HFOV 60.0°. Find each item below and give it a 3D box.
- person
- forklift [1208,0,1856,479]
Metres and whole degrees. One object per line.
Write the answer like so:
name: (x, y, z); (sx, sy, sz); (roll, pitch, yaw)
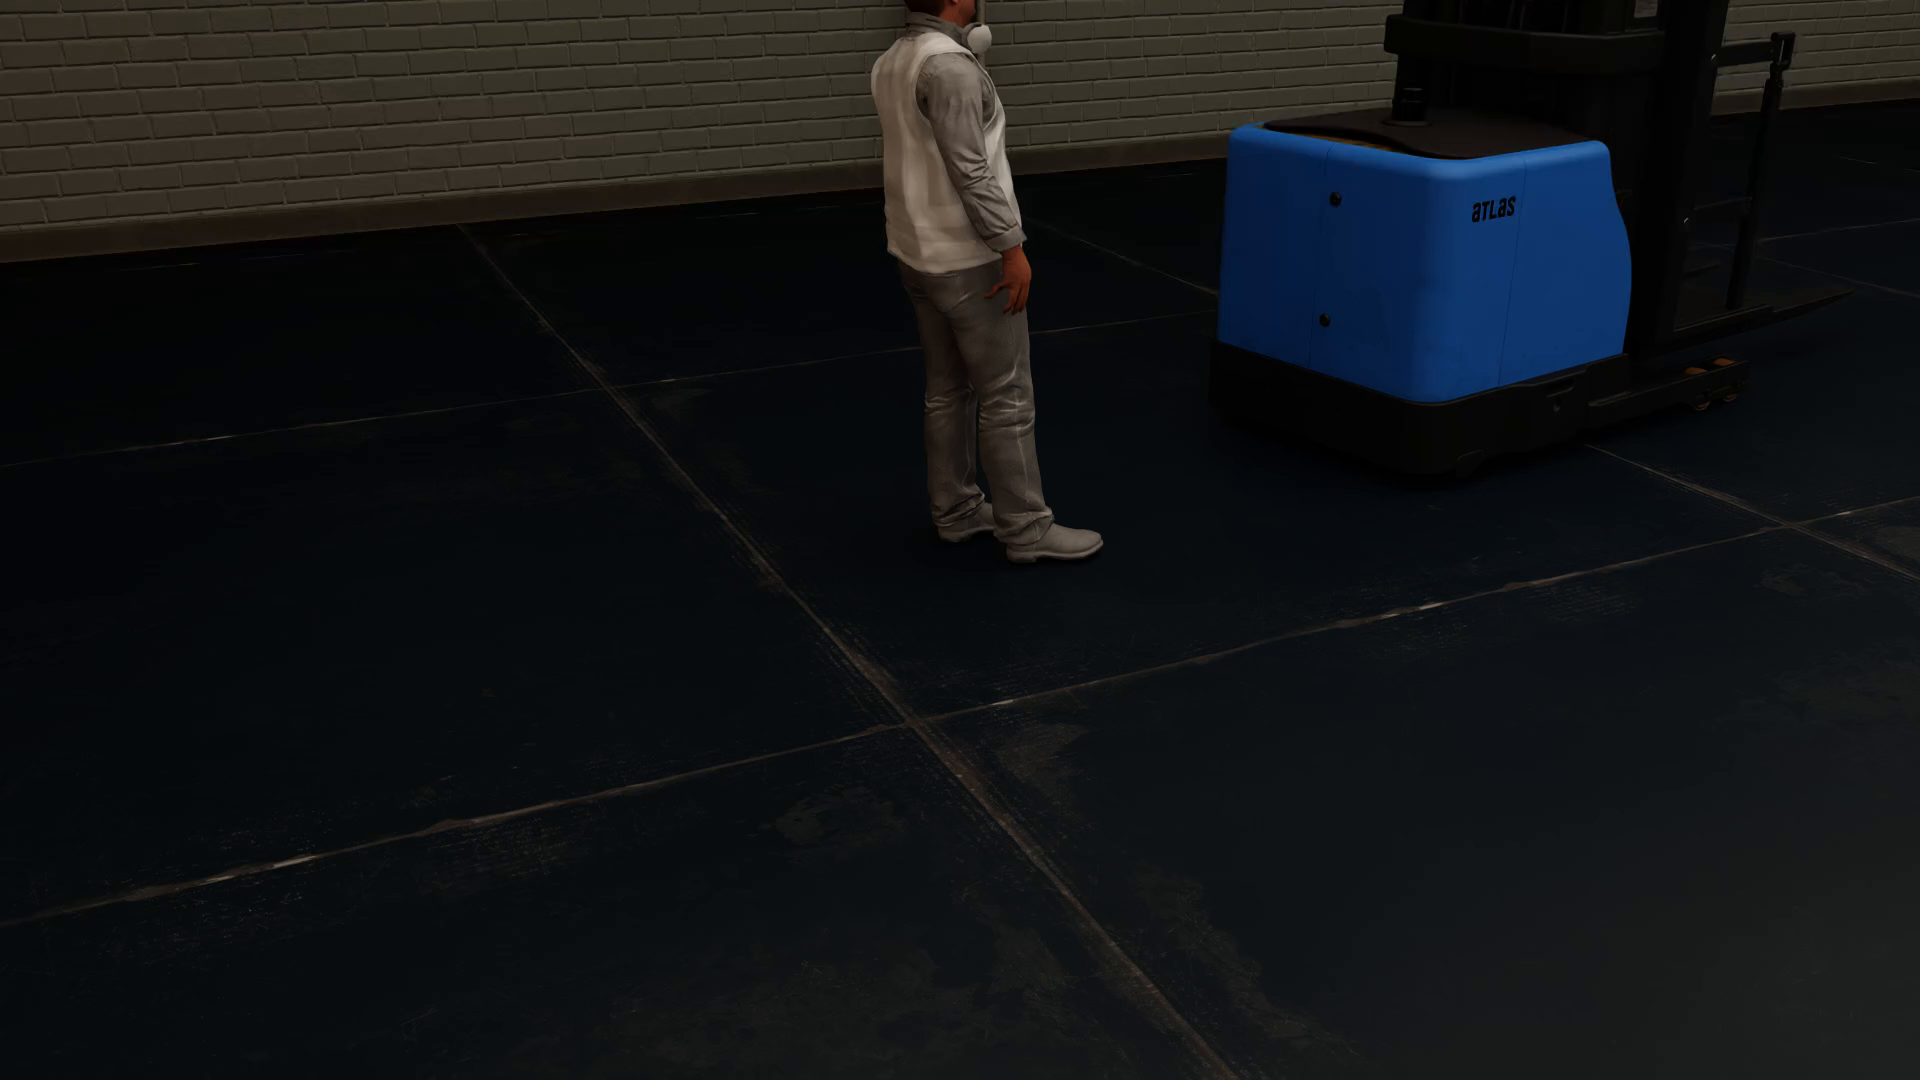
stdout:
person: (0.060, -0.834, 4.782); (0.566, 1.775, 0.633); (-10, 25, -23)
forklift: (2.411, -1.987, 6.068); (3.031, 2.935, 1.130); (-16, 27, -33)
